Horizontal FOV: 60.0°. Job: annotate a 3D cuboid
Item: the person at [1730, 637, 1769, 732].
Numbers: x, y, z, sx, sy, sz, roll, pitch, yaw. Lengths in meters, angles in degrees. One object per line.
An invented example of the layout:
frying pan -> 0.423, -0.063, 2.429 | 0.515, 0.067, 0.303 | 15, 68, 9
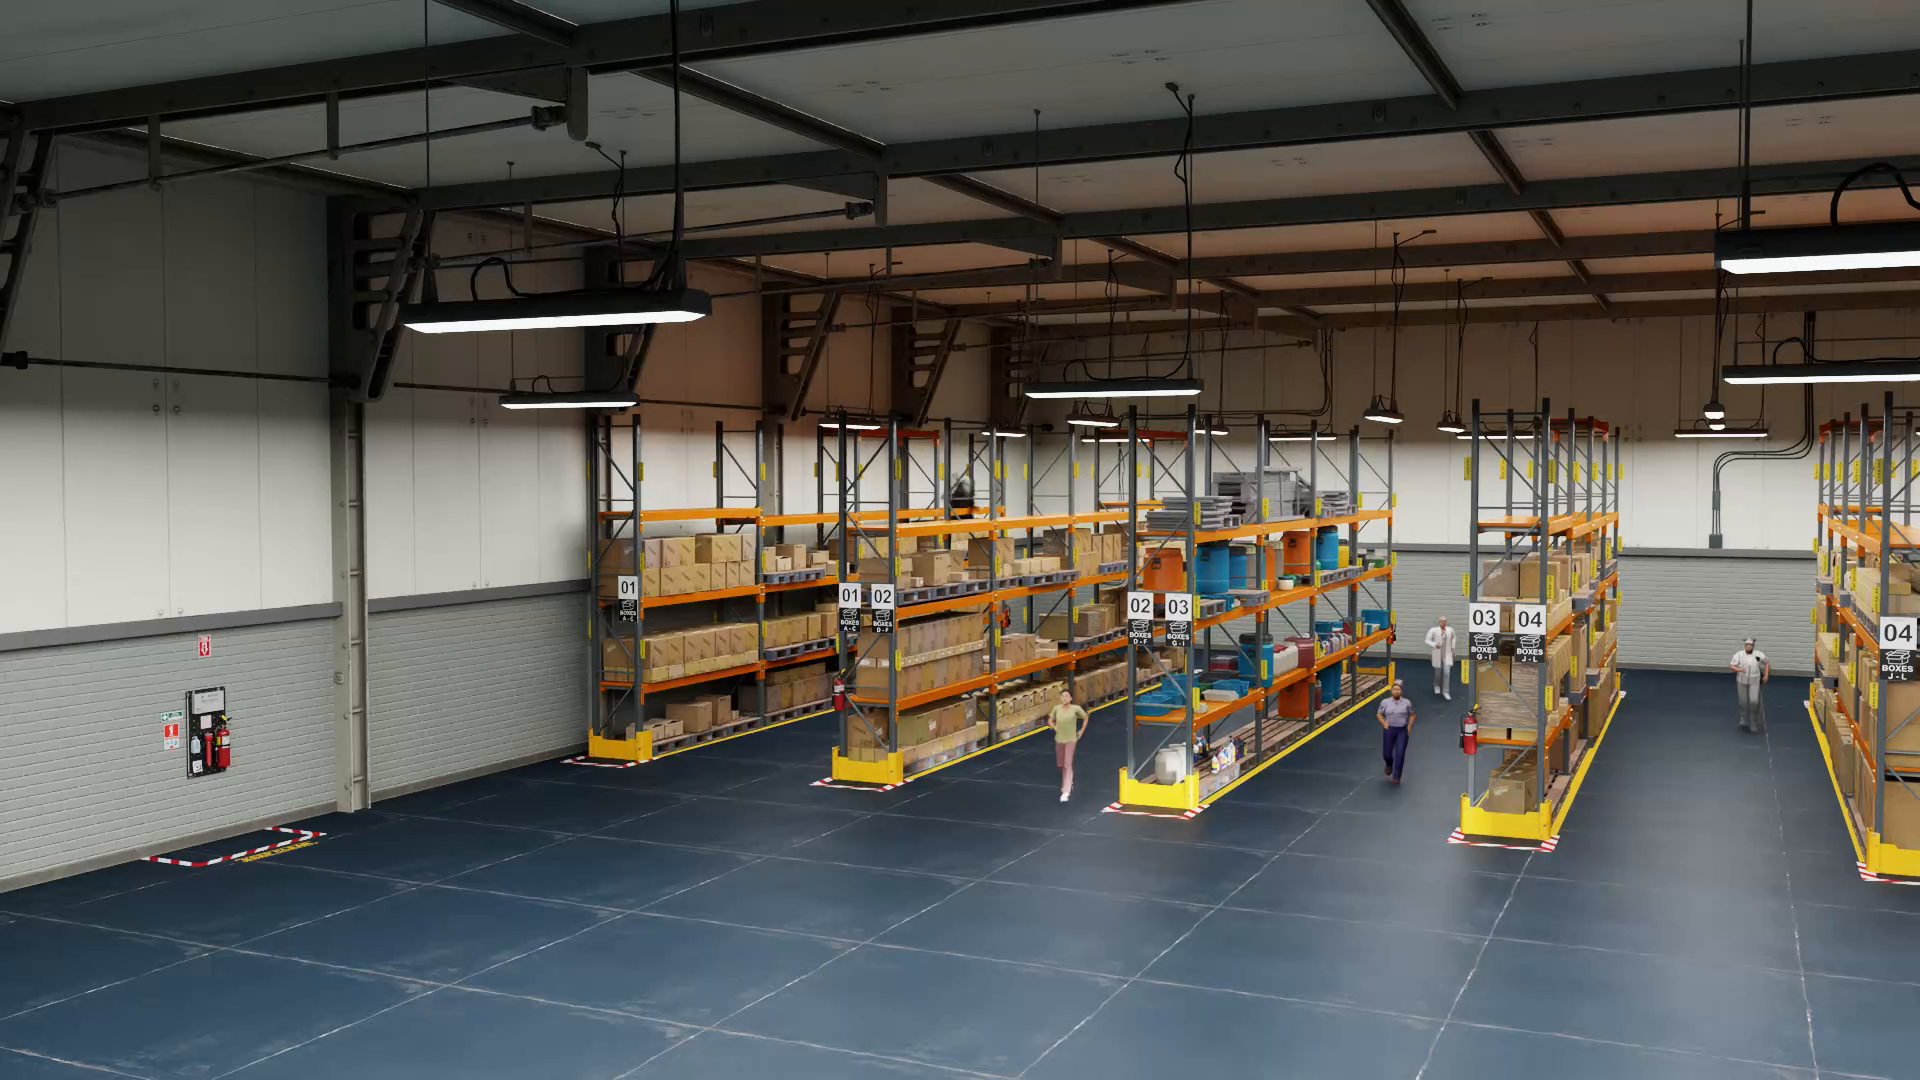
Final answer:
person -> 15.326, 2.810, 32.289 | 0.676, 1.874, 0.781 | 1, 3, 27

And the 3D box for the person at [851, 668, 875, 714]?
person -> -1.704, 2.871, 30.738 | 0.642, 1.622, 0.824 | 1, 3, 24

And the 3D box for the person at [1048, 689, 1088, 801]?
person -> 1.654, 3.130, 25.650 | 0.616, 1.697, 0.904 | 1, 2, 18

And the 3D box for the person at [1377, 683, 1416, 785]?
person -> 7.009, 3.107, 26.710 | 0.604, 1.593, 0.551 | 1, 2, 14

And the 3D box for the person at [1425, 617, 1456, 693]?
person -> 10.675, 2.539, 36.924 | 0.700, 1.670, 0.824 | 0, 2, 7
